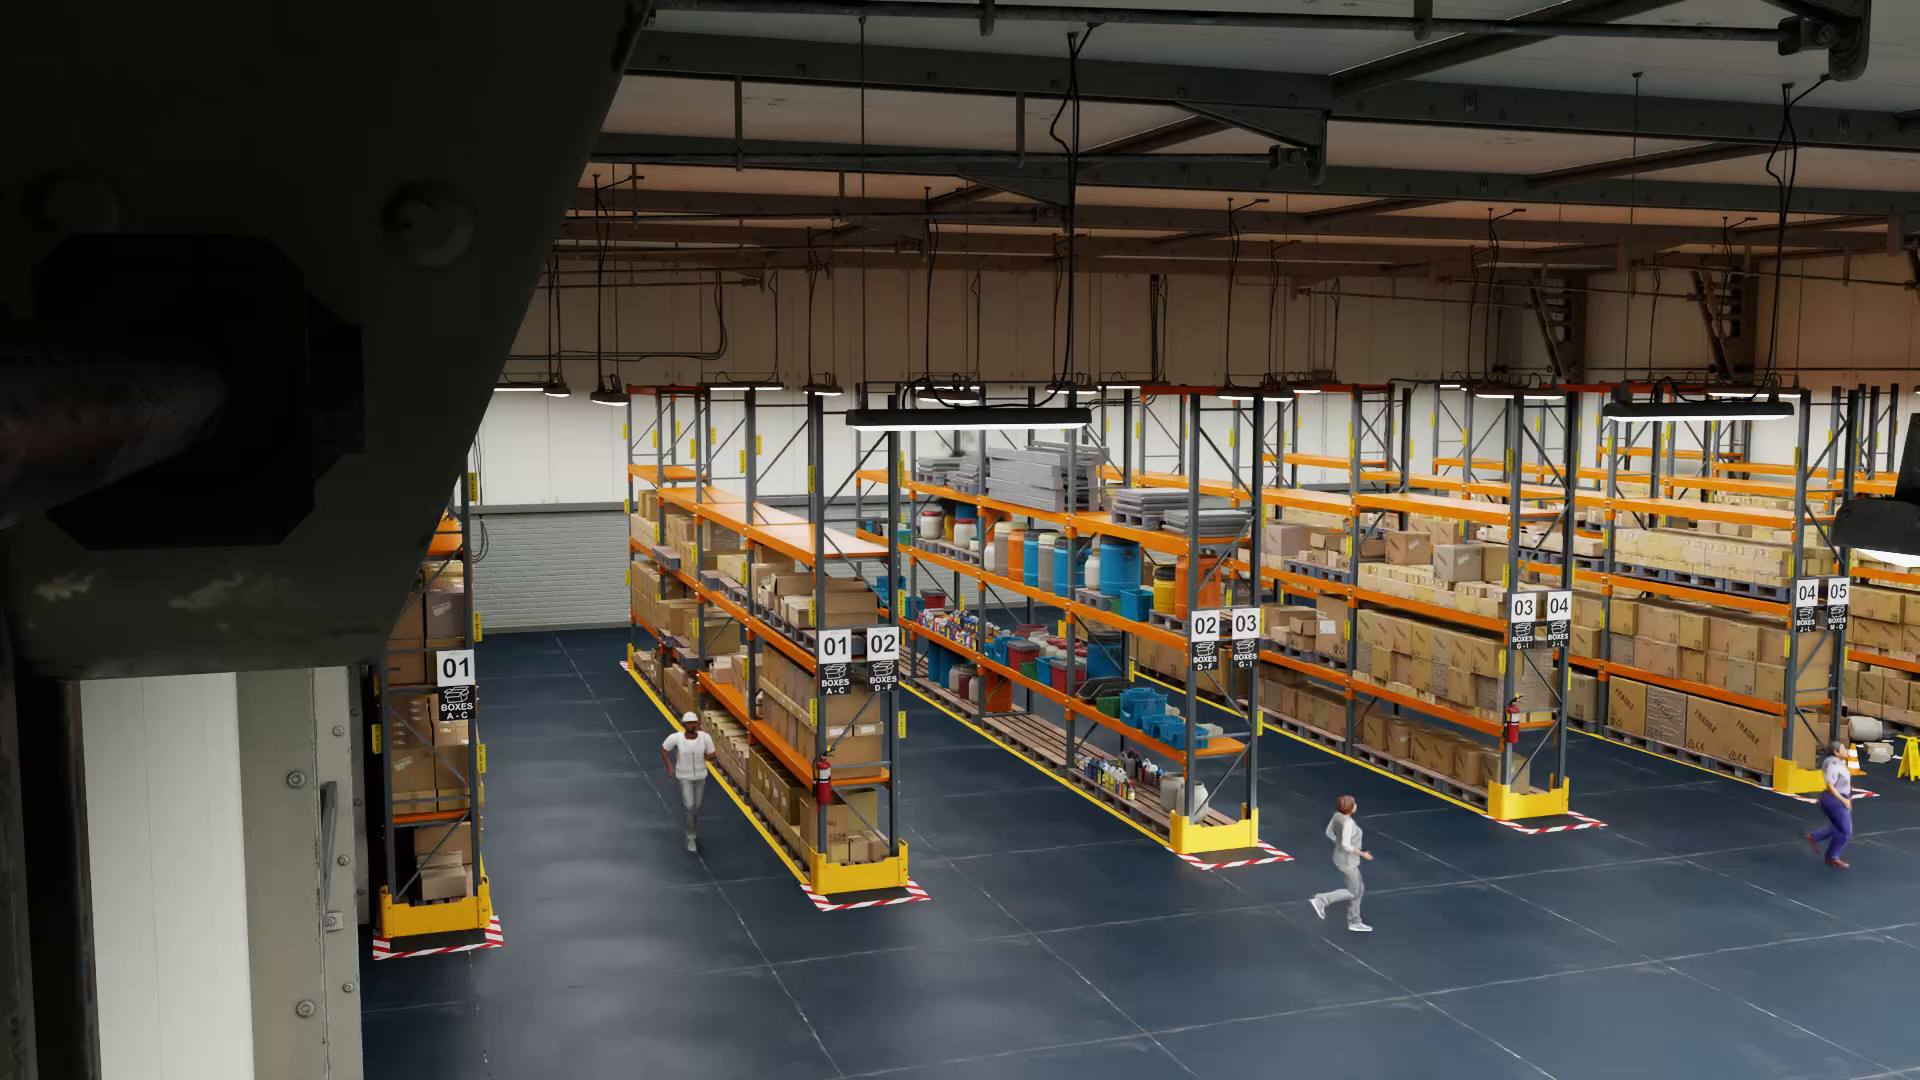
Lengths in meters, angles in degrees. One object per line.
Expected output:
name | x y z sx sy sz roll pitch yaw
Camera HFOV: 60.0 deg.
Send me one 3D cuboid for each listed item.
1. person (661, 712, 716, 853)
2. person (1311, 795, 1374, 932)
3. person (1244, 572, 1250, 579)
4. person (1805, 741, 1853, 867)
person | -3.567 3.174 22.060 0.676 1.820 0.738 -3 7 -26
person | 4.293 3.632 18.680 0.717 1.576 0.536 0 6 -2
person | 7.308 1.221 41.395 0.902 1.697 0.587 -5 8 -40
person | 11.117 3.353 21.237 0.546 1.618 0.602 2 6 23
